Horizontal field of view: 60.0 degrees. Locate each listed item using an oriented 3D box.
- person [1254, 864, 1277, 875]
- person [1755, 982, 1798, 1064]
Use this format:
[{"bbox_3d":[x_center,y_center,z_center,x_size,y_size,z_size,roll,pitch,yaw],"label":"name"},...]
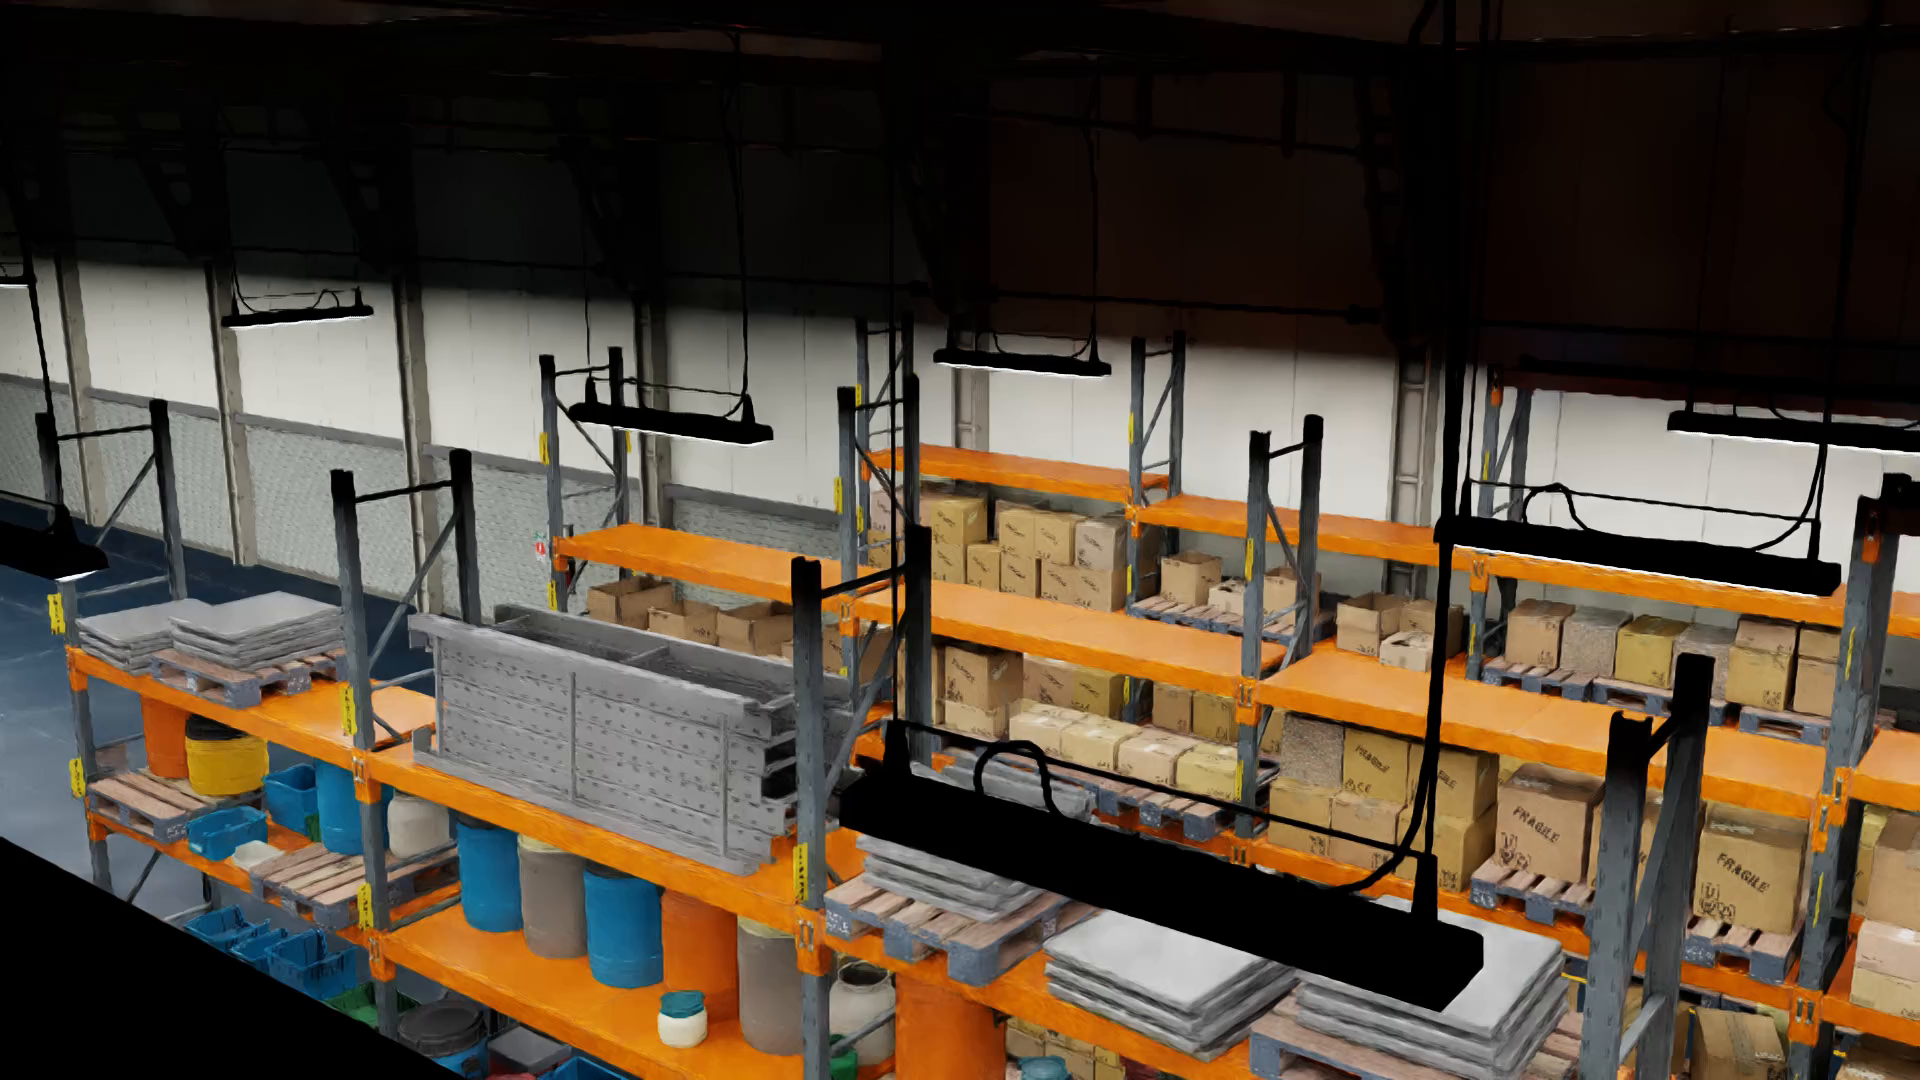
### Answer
[{"bbox_3d":[2.878,3.760,15.287,0.542,1.715,0.682,9,16,34],"label":"person"},{"bbox_3d":[6.564,4.224,13.280,0.539,1.679,0.454,2,13,10],"label":"person"}]
